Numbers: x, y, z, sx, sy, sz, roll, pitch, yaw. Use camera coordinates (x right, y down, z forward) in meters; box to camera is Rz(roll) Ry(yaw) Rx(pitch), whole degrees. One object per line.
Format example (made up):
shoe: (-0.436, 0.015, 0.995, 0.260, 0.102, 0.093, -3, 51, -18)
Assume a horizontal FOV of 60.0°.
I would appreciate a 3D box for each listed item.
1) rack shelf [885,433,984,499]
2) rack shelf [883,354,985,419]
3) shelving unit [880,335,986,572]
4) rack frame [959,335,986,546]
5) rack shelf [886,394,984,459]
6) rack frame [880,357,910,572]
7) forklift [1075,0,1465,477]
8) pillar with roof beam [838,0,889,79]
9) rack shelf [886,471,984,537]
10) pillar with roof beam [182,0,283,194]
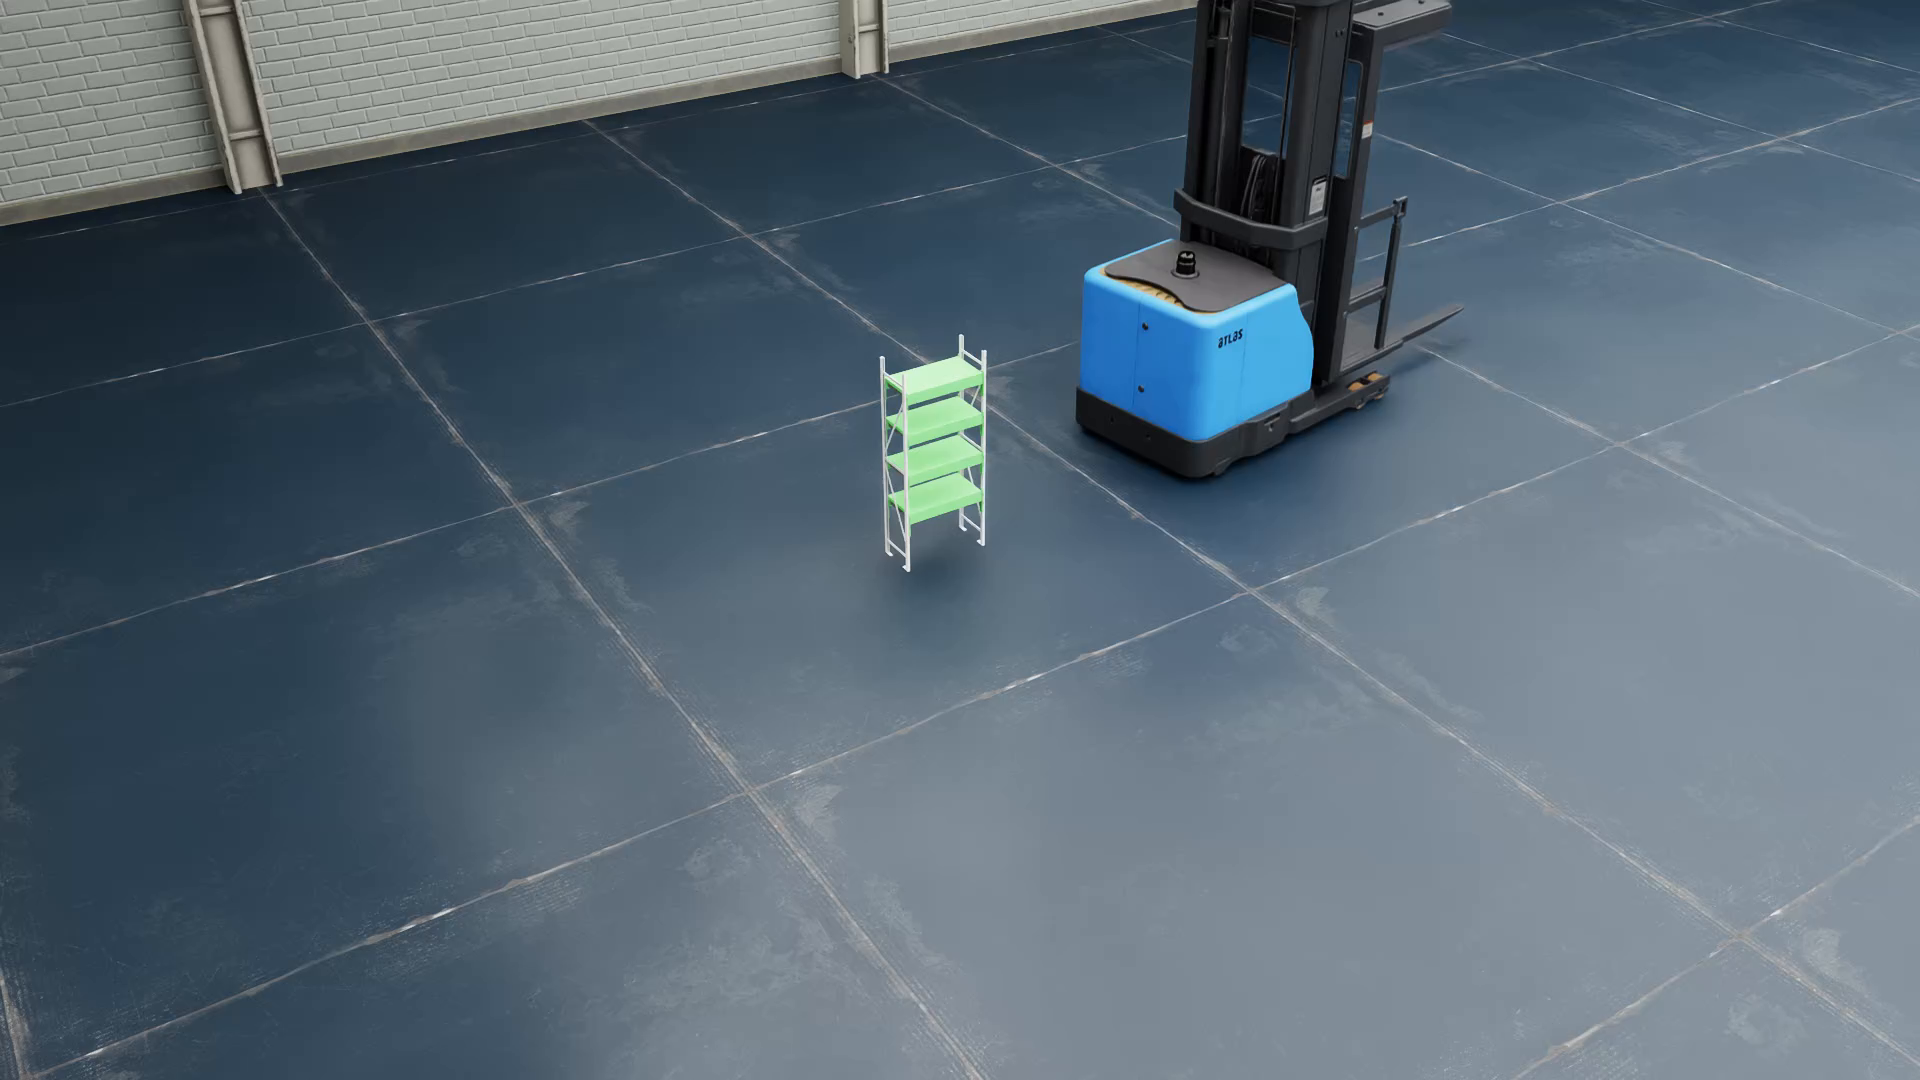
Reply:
rack shelf: (-0.139, -0.406, 9.010, 0.480, 0.148, 0.258, -19, 37, -27)
rack shelf: (-0.139, -0.812, 8.754, 0.480, 0.148, 0.258, -19, 37, -27)
shelving unit: (-0.139, -0.460, 8.976, 0.503, 1.200, 0.258, -19, 37, -27)
rack frame: (0.066, -0.530, 9.087, 0.015, 1.200, 0.240, -19, 37, -27)
rack shelf: (-0.139, -0.609, 8.882, 0.480, 0.148, 0.258, -19, 37, -27)
rack frame: (-0.344, -0.389, 8.864, 0.015, 1.200, 0.240, -19, 37, -27)
forklift: (2.158, -2.271, 10.225, 3.031, 2.935, 1.130, -26, 40, -34)
pillar with roof beam: (1.365, -6.642, 11.466, 0.400, 9.000, 9.100, -19, 37, -27)
rack shelf: (-0.139, -0.203, 9.138, 0.480, 0.148, 0.258, -19, 37, -27)
pillar with roof beam: (-3.678, -4.908, 8.717, 0.400, 9.000, 9.100, -19, 37, -27)
